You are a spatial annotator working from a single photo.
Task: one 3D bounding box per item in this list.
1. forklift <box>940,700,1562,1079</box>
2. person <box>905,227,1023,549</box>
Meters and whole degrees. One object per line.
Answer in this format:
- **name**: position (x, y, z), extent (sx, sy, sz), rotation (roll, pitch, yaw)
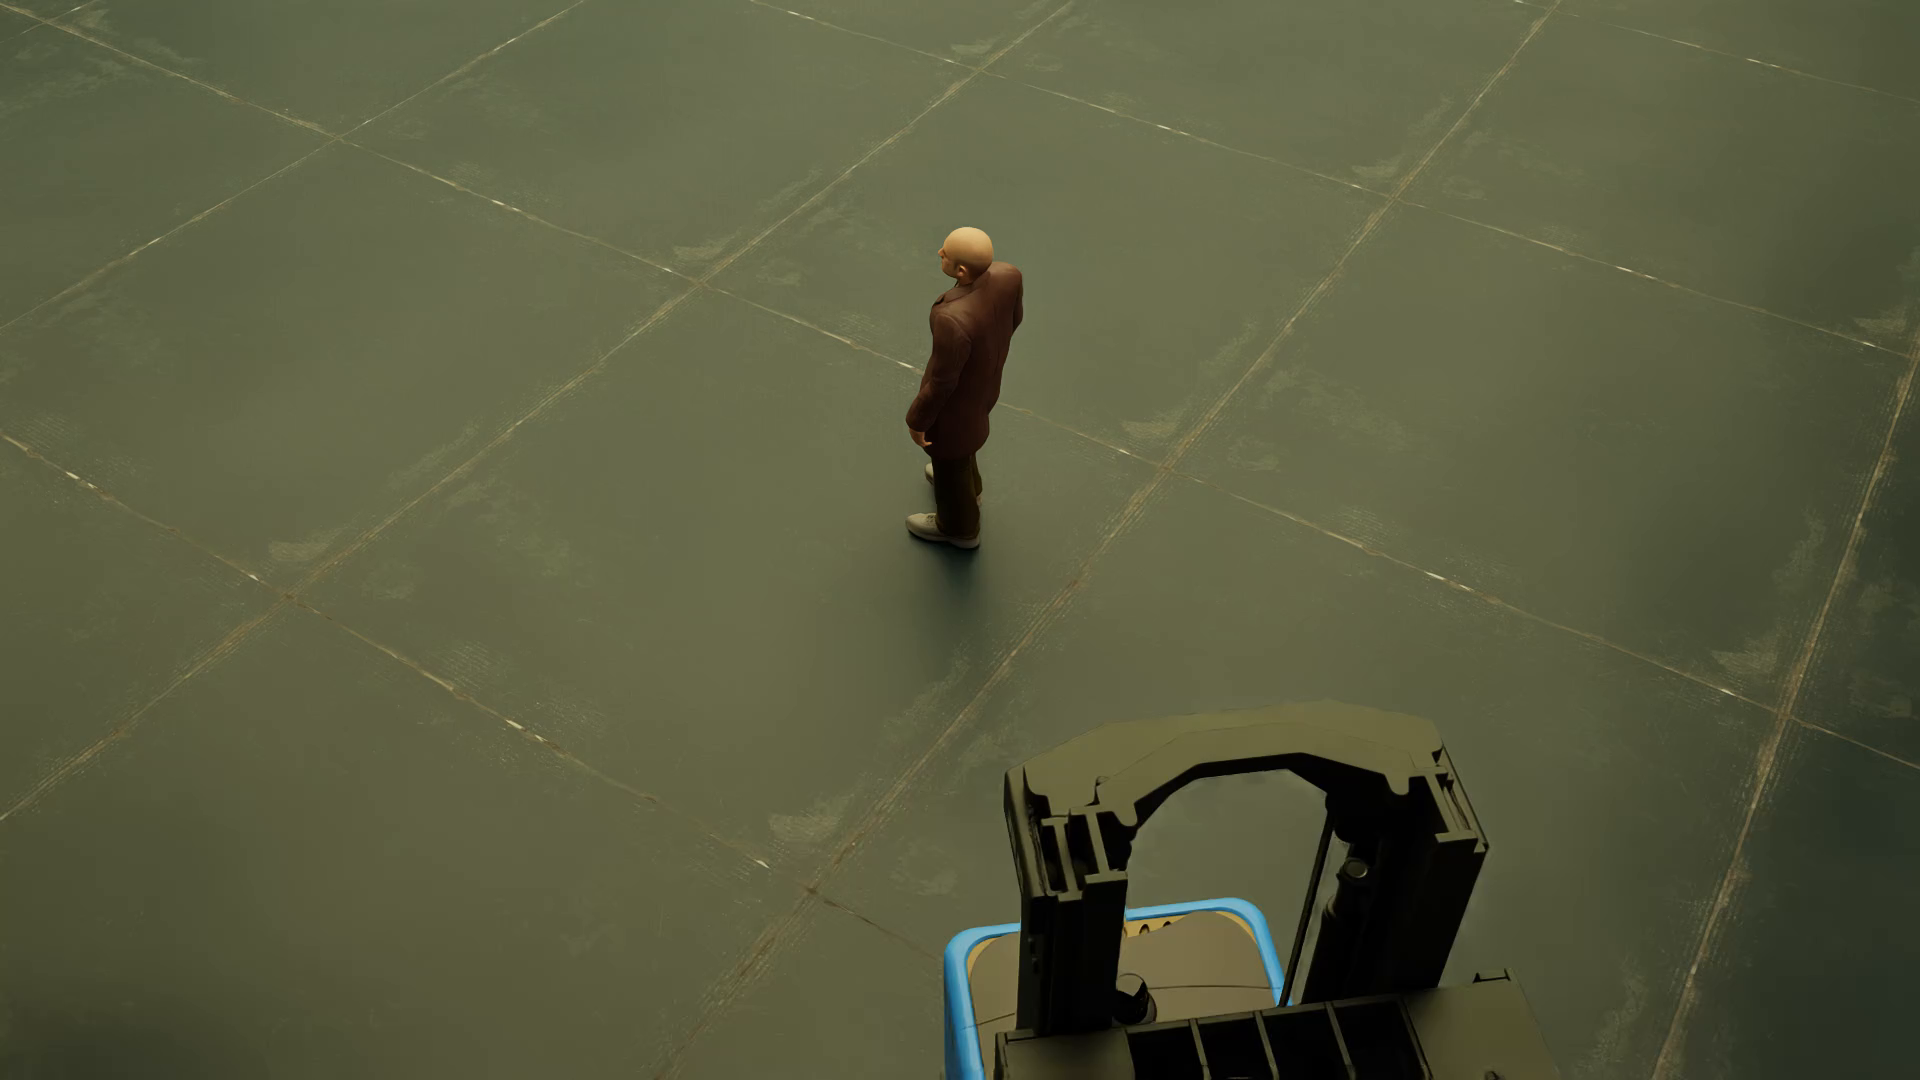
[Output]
- **forklift**: position (0.649, 1.887, 3.859), extent (1.130, 2.935, 3.031), rotation (-5, 44, -6)
- **person**: position (-0.076, -0.687, 7.401), extent (0.580, 1.777, 0.698), rotation (24, 48, 23)
